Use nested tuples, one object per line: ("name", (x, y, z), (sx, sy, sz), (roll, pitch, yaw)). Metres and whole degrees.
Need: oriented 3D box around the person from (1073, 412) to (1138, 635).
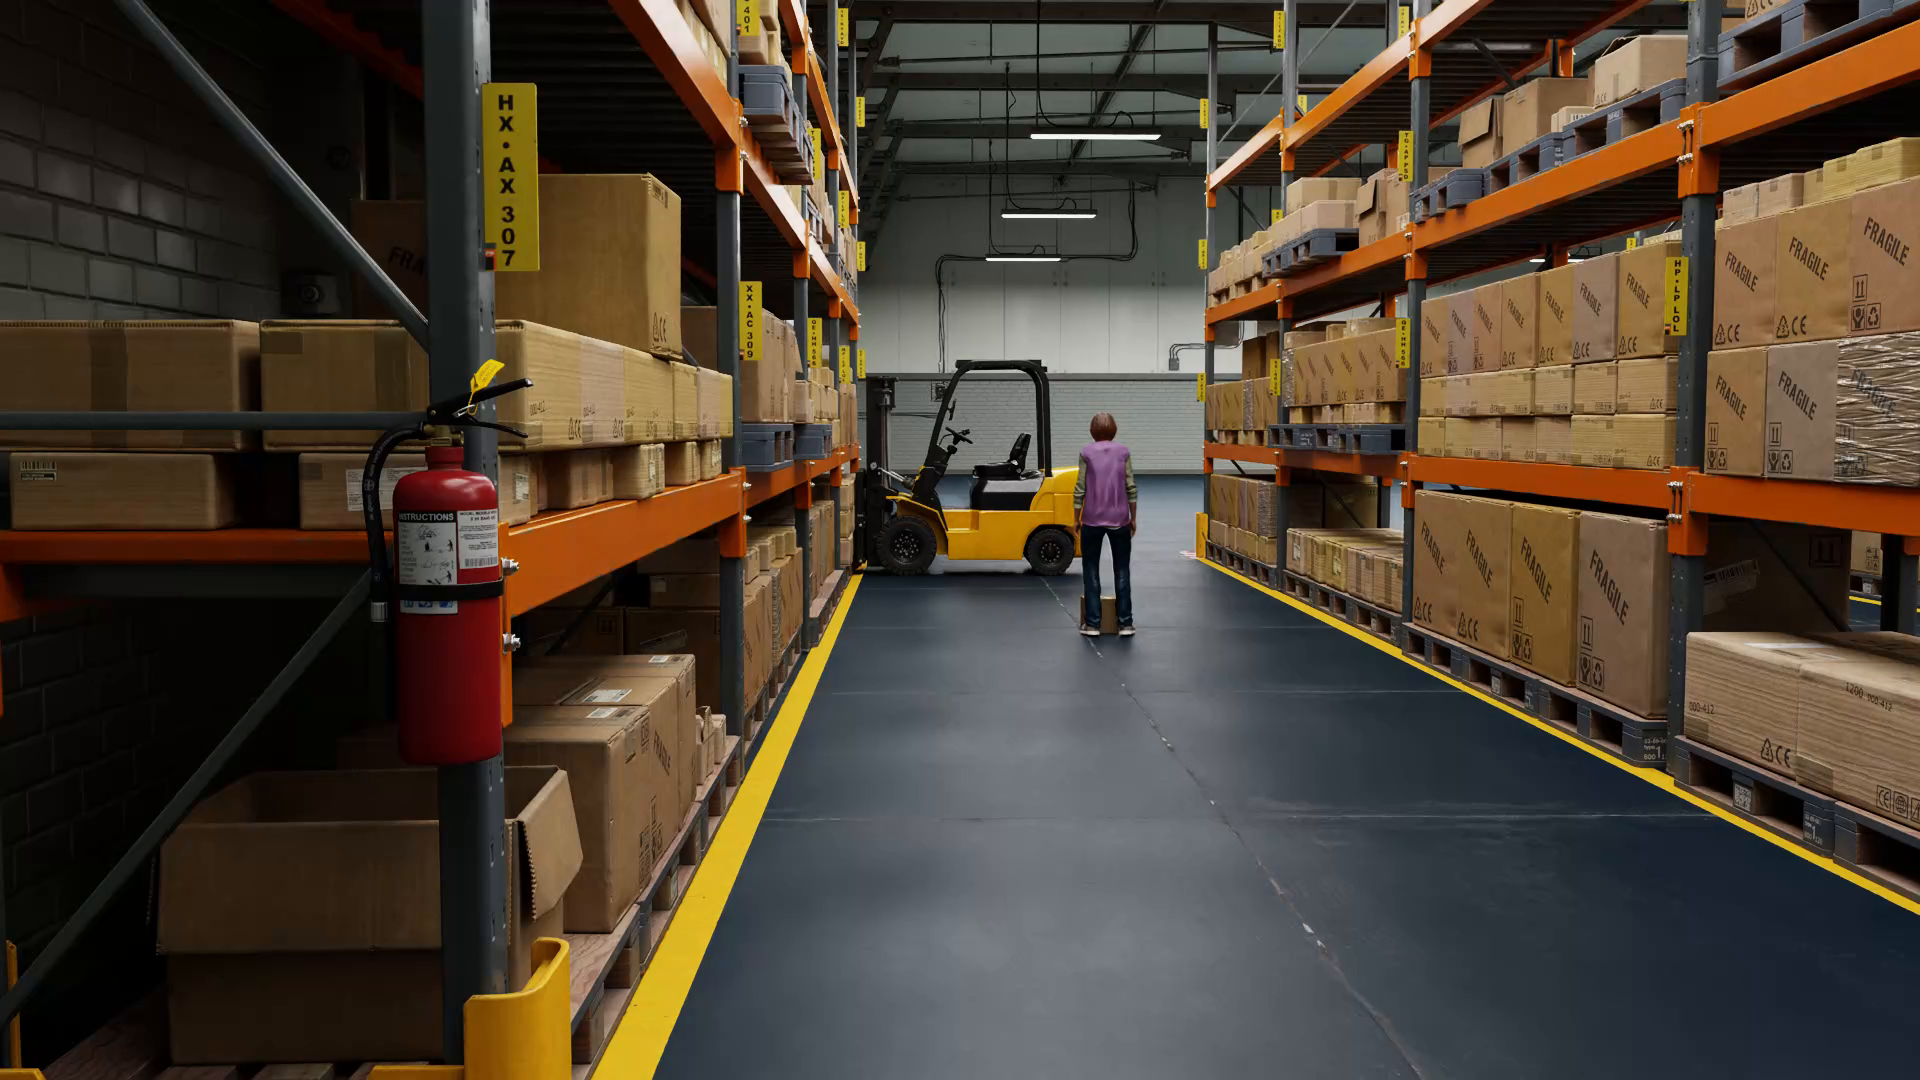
("person", (1.036, -0.112, 11.853), (0.461, 1.593, 0.343), (0, 4, -1))
